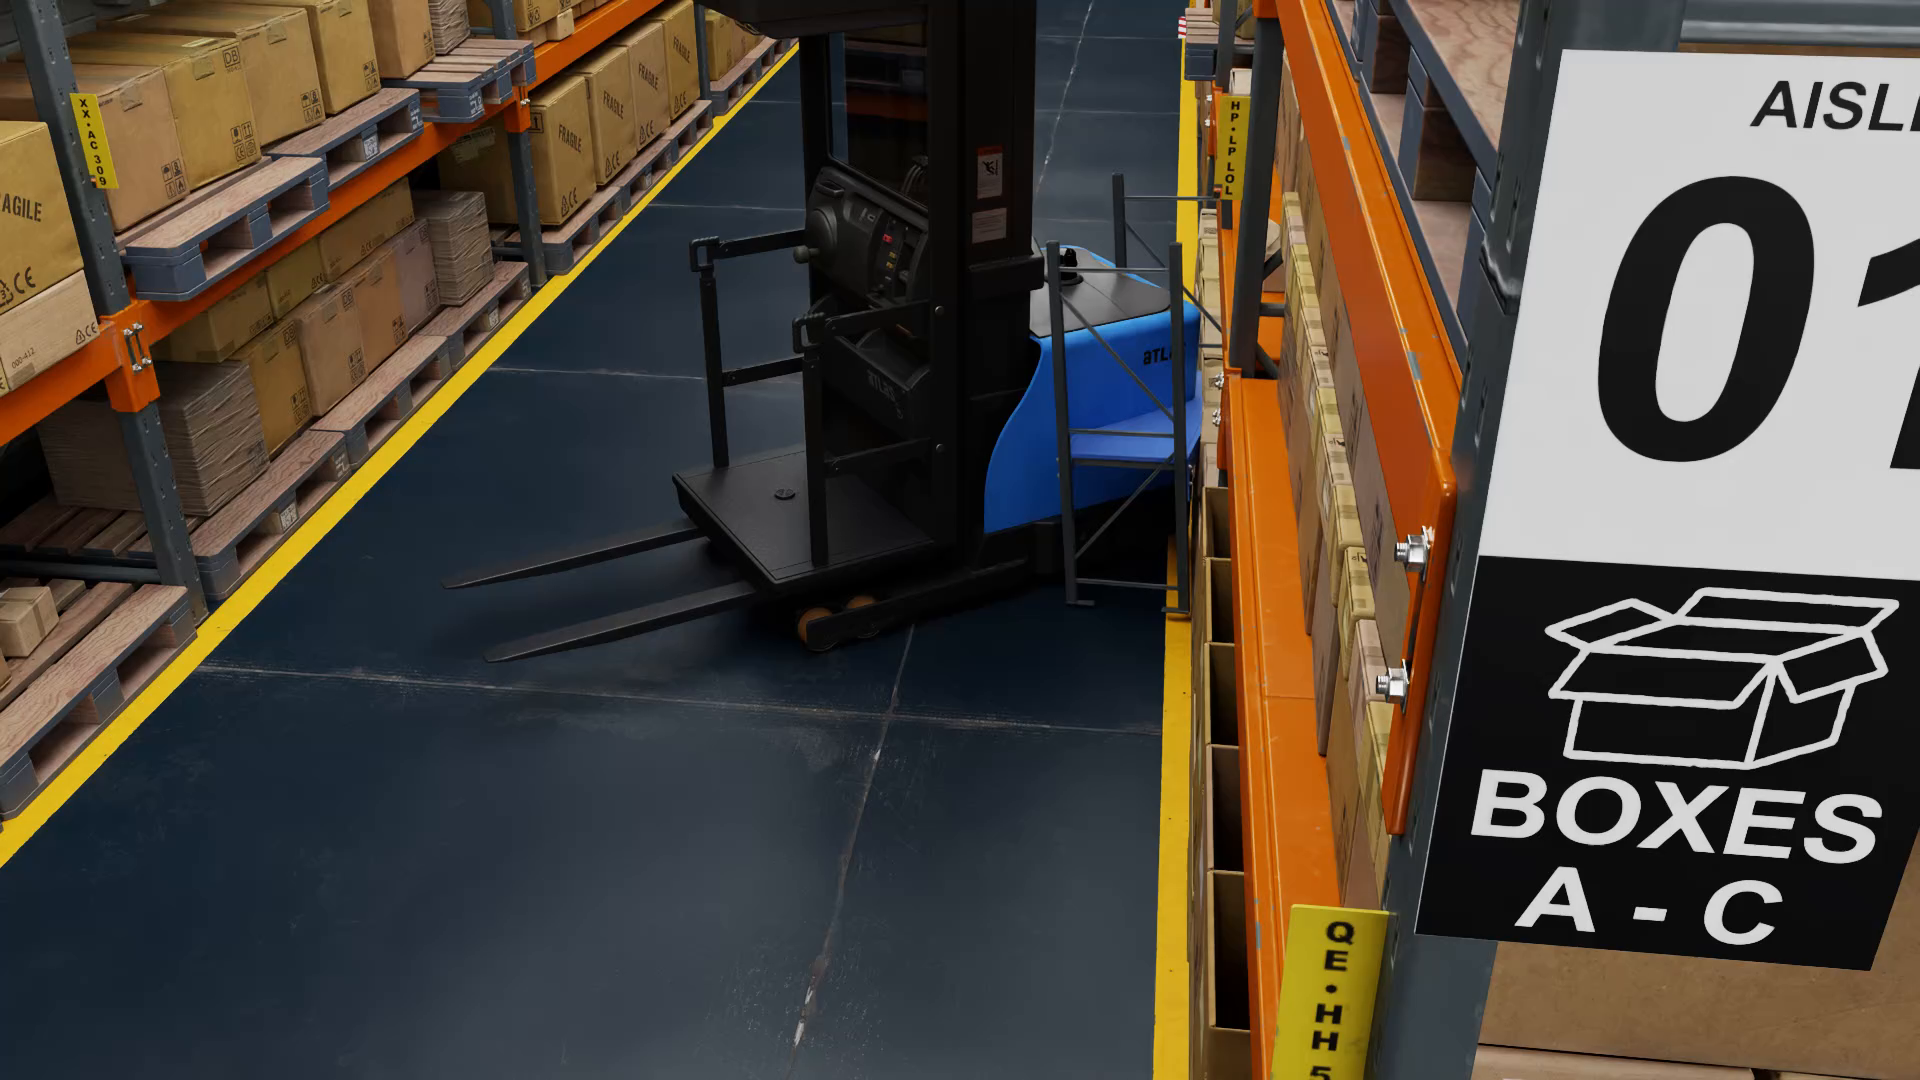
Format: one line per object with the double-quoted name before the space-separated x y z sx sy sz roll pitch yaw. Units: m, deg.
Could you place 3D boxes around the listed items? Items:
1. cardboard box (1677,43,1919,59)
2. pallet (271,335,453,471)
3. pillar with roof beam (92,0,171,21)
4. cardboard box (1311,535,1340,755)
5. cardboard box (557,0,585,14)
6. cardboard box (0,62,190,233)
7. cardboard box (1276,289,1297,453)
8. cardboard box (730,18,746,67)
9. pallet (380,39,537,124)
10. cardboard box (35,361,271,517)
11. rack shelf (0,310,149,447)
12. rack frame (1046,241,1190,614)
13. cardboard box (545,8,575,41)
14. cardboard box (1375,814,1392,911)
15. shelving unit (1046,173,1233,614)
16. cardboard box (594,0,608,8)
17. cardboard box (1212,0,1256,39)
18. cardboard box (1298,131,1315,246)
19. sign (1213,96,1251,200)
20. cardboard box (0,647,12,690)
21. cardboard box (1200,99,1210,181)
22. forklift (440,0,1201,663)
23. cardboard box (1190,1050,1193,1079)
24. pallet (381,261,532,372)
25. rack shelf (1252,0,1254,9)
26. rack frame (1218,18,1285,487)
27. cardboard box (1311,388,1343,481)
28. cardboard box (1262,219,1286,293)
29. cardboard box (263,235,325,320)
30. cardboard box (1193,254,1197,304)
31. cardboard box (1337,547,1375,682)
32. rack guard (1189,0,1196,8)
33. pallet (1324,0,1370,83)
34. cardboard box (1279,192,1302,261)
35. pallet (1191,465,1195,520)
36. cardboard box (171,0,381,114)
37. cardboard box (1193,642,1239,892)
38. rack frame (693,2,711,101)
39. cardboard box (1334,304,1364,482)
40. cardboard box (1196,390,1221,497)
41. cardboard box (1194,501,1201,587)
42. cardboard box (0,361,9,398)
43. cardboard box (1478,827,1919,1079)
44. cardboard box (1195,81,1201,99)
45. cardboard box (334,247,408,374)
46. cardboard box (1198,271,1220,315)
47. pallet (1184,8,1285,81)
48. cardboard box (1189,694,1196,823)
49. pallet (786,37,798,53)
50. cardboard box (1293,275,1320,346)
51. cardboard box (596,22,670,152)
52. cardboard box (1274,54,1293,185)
"cardboard box" 0.983 -0.730 1.580 0.797 0.503 0.637 5 29 10
"pallet" -3.277 -0.731 8.384 1.003 0.211 1.213 3 28 6
"pillar with roof beam" 0.226 -4.728 6.539 9.100 9.000 0.400 3 28 6
"cardboard box" 1.165 0.161 3.683 0.700 0.500 0.500 4 29 8
"cardboard box" -2.641 -3.542 10.223 0.500 0.500 0.500 4 29 8
"cardboard box" -3.422 -1.491 6.286 0.700 0.500 0.500 3 29 6
"cardboard box" 1.350 -0.565 5.030 0.700 0.500 0.500 3 28 5
"cardboard box" -2.280 -4.449 14.537 0.700 0.500 0.500 3 28 6
"pallet" -3.010 -2.473 8.880 1.213 0.211 1.003 3 28 6
"cardboard box" -3.445 -0.457 7.107 0.700 0.500 0.500 4 29 8
"rack shelf" -3.763 0.242 4.397 1.077 0.370 4.000 3 28 6
"rack frame" 0.615 -0.404 6.355 0.500 1.500 0.032 4 27 19
"cardboard box" -2.602 -3.177 10.228 0.380 0.149 0.250 4 29 8
"cardboard box" 0.797 0.509 2.353 0.380 0.149 0.250 4 29 7
"shelving unit" 0.776 -0.624 6.784 0.538 1.500 1.048 4 27 19
"cardboard box" -2.581 -3.661 11.127 0.380 0.149 0.250 4 29 6
"cardboard box" 1.854 -3.145 9.376 0.700 0.500 0.500 -6 29 -11
"cardboard box" 1.350 -1.136 4.722 0.700 0.500 0.500 3 29 6
"sign" 0.859 -1.232 5.236 0.100 0.325 0.005 3 28 6
"cardboard box" -3.606 0.382 5.551 0.500 0.500 0.500 1 28 2
"cardboard box" 1.892 -2.651 11.180 0.500 0.500 0.500 2 28 4
"forklift" -0.543 -1.146 6.287 3.031 2.935 1.130 -15 32 -26
"cardboard box" 0.790 1.437 3.876 0.500 0.250 0.500 3 28 6
"pallet" -3.126 -1.304 9.447 1.003 0.211 1.213 3 28 6
"rack shelf" 1.643 -2.675 6.649 1.077 0.370 4.000 3 28 6
"rack frame" 1.398 -0.730 5.442 1.000 3.000 0.127 3 28 6
"cardboard box" 0.987 -0.215 3.697 0.380 0.149 0.250 3 28 6
"cardboard box" 1.324 -1.095 6.262 0.396 0.266 0.258 3 28 5
"cardboard box" -3.334 -1.239 7.769 0.500 0.250 0.500 3 28 5
"cardboard box" 1.533 -1.358 9.064 0.500 0.250 0.500 3 28 6
"cardboard box" 0.893 0.147 3.025 0.380 0.149 0.250 4 29 8
"rack guard" 2.859 -5.242 16.454 1.175 0.500 0.348 3 28 6
"pallet" 1.168 -1.036 2.941 1.003 0.211 1.213 3 28 6
"cardboard box" 1.173 -0.944 5.051 0.380 0.149 0.250 3 28 6
"pallet" 1.597 -0.427 7.821 1.003 0.211 1.213 3 28 6
"cardboard box" -3.207 -2.327 7.838 0.700 0.500 0.500 3 28 6
"cardboard box" 0.908 0.636 4.572 0.500 0.500 0.500 3 28 6
"rack frame" -2.538 -4.782 12.963 1.000 3.000 0.127 3 28 6
"cardboard box" 1.166 -0.427 3.407 0.700 0.500 0.500 3 28 6
"cardboard box" 1.221 -0.404 6.702 0.500 0.311 0.500 4 29 8
"cardboard box" 1.162 0.084 6.388 0.500 0.250 0.500 3 28 6
"cardboard box" -3.345 -0.484 5.123 0.500 0.250 0.500 3 29 6
"cardboard box" 0.985 0.294 2.069 0.700 0.500 0.500 3 29 6
"cardboard box" 2.167 -3.874 13.449 0.500 0.500 0.500 3 28 6
"cardboard box" -3.276 -1.179 8.447 0.700 0.500 0.500 3 28 6
"cardboard box" 1.412 -1.117 8.026 0.500 0.311 0.500 3 28 5
"pallet" 1.902 -2.851 9.583 1.213 0.211 1.003 3 28 6
"cardboard box" 0.974 0.731 5.186 0.500 0.250 0.500 3 28 6
"pallet" -2.068 -5.056 16.413 1.003 0.211 1.213 3 28 6
"cardboard box" 1.082 -0.581 4.377 0.380 0.149 0.250 3 28 6
"cardboard box" -2.595 -3.288 12.015 0.750 0.750 0.750 4 29 8
"cardboard box" 1.699 -1.866 7.446 0.500 0.500 0.500 2 28 3
